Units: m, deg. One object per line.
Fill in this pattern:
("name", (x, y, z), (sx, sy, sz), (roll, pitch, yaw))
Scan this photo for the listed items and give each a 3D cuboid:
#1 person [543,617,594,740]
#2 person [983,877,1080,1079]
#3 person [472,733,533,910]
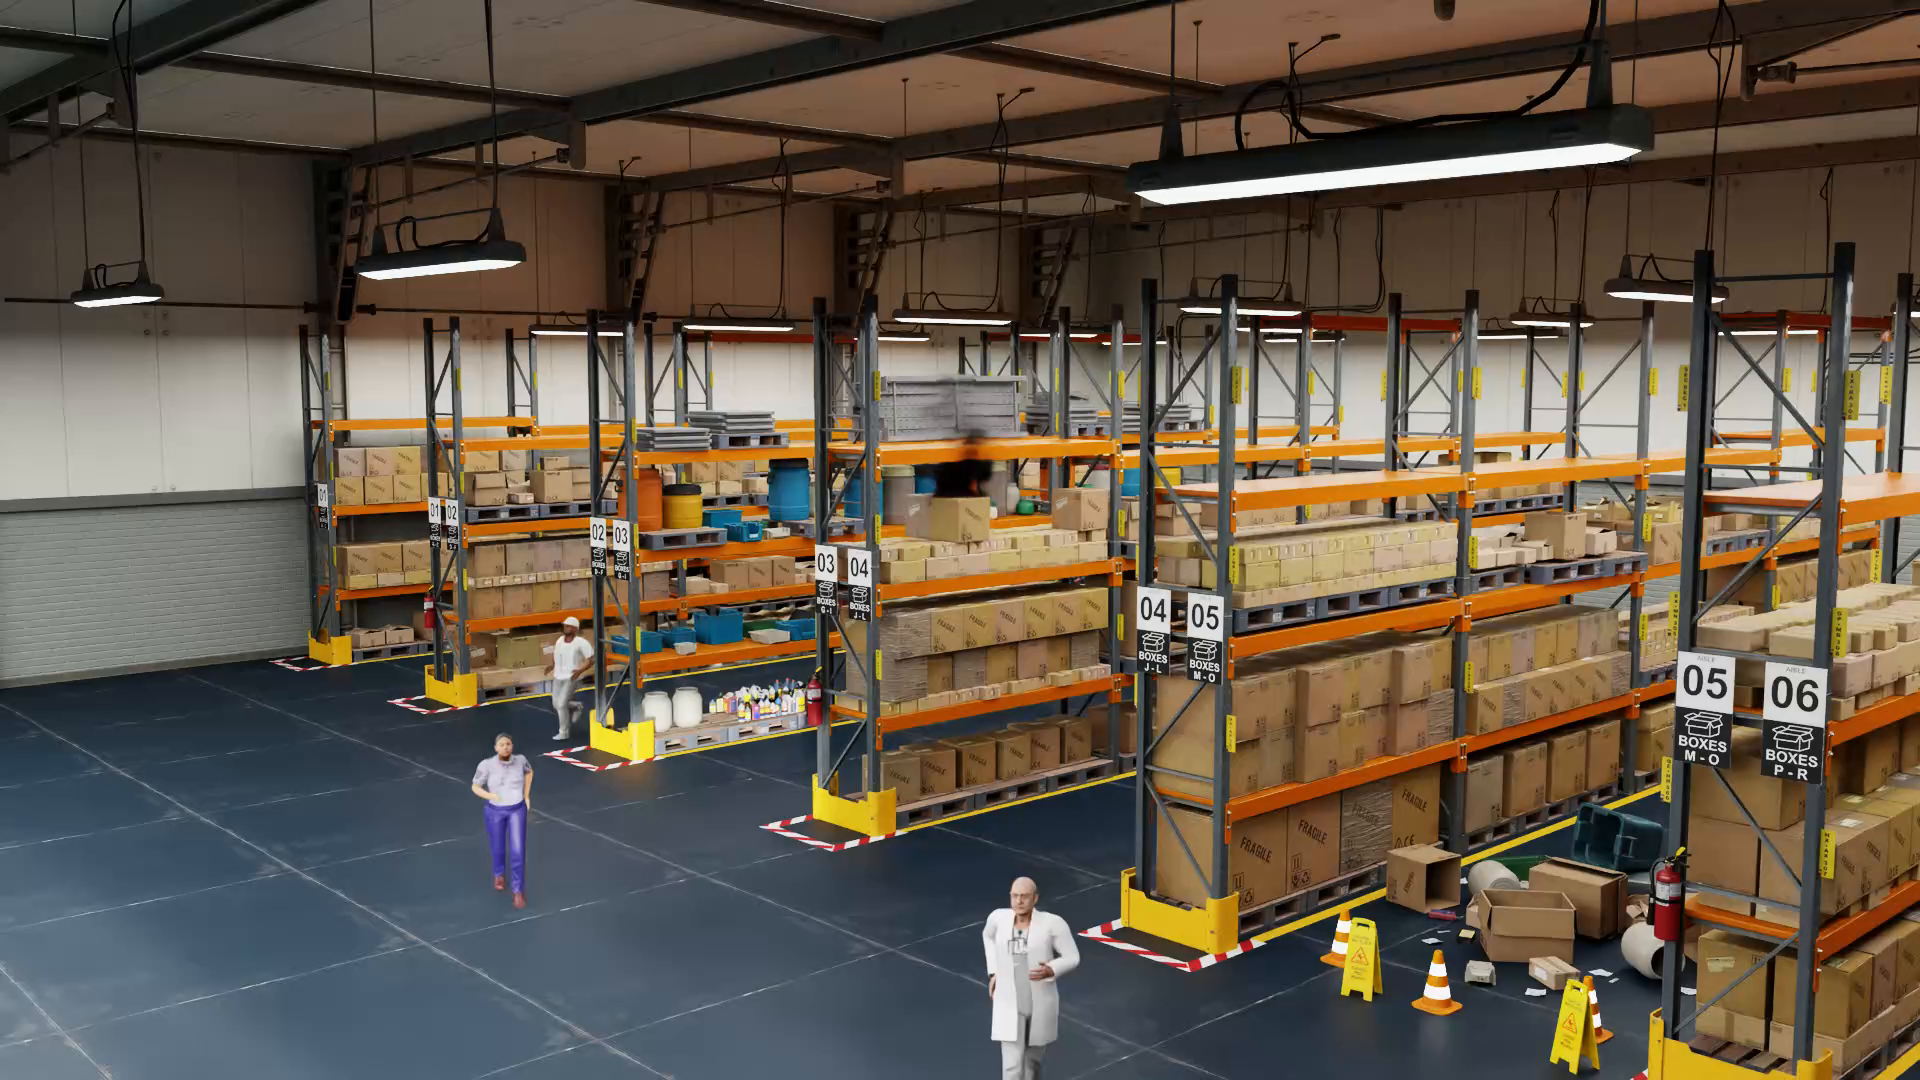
("person", (-5.512, 1.941, 23.516), (0.695, 1.717, 0.728), (3, 7, 29))
("person", (0.469, 3.147, 11.213), (0.680, 1.814, 0.980), (1, 6, 7))
("person", (-4.468, 2.713, 16.290), (0.594, 1.693, 0.814), (-2, 6, -18))
